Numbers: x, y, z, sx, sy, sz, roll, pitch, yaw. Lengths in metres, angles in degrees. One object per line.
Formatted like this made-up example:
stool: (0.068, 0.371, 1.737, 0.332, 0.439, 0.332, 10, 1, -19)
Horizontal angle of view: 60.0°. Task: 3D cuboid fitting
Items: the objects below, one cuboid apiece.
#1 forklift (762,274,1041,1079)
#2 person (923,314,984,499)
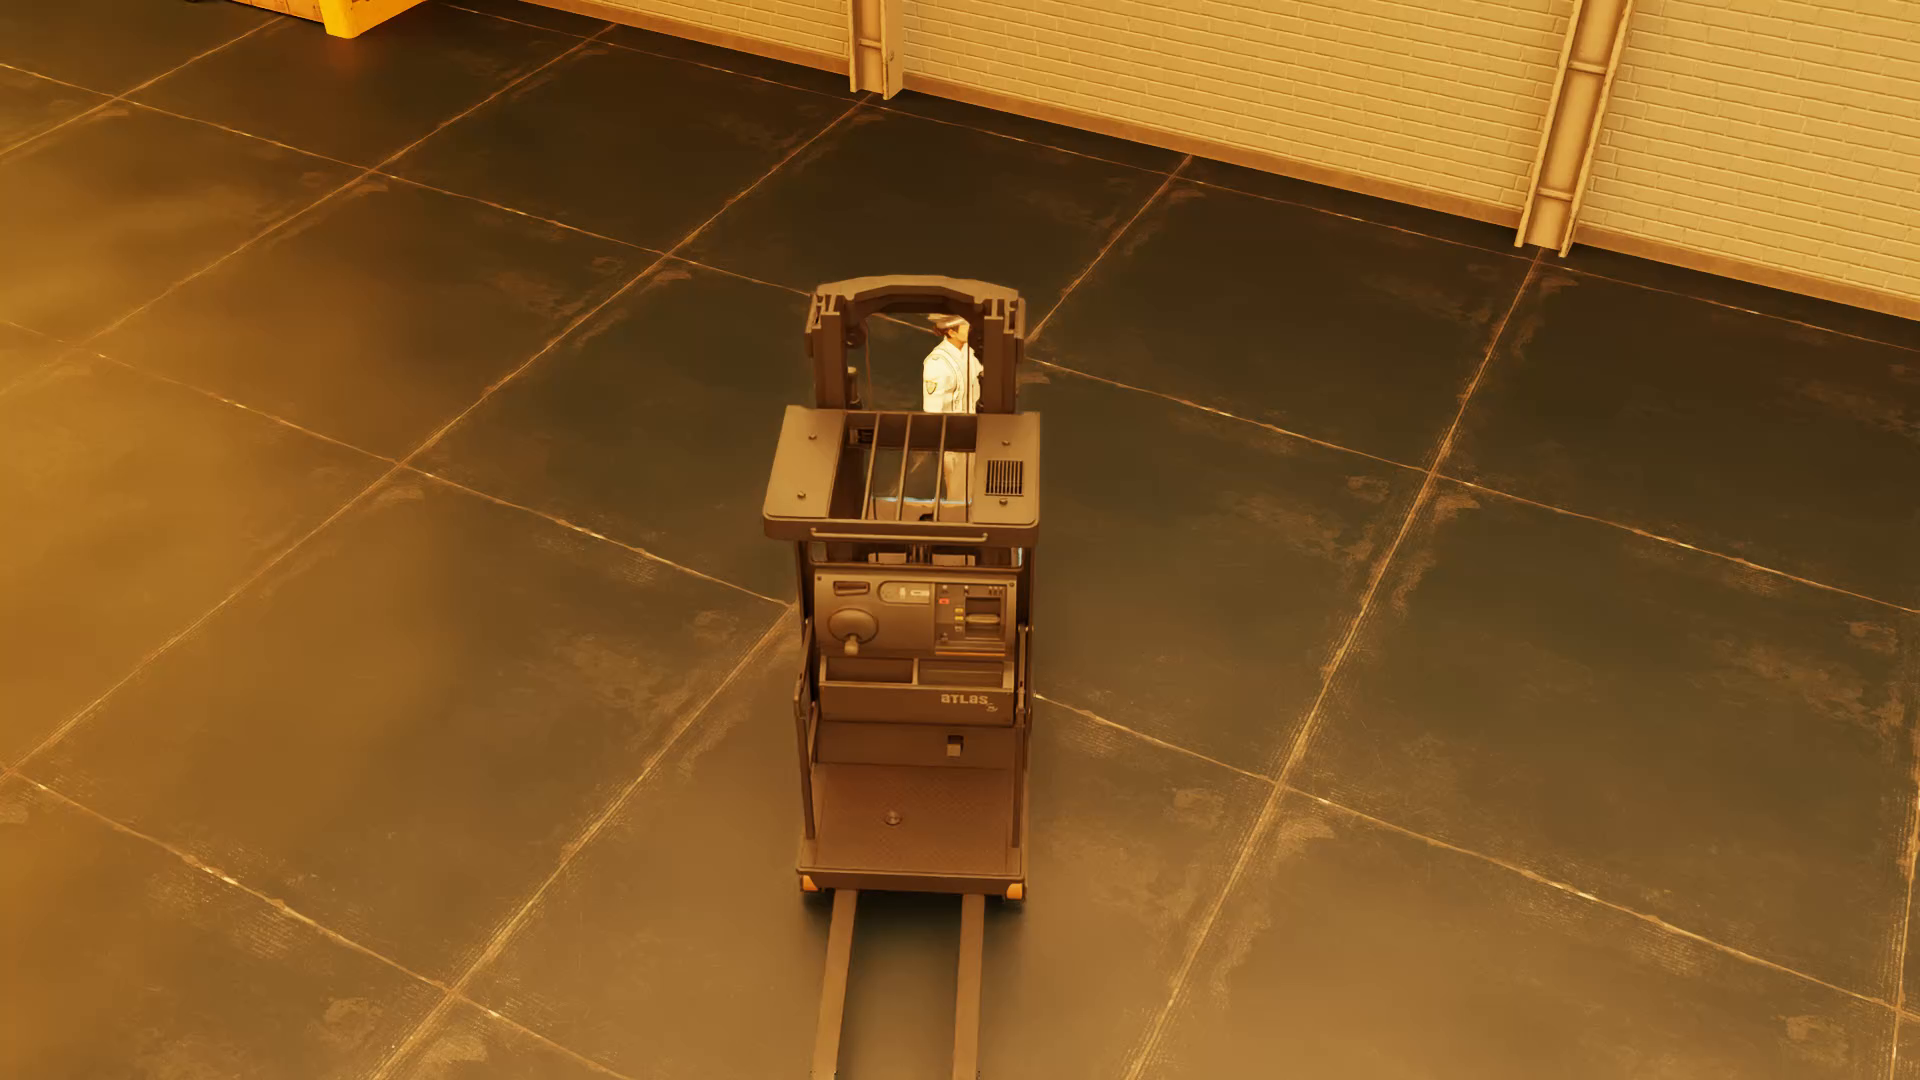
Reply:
forklift: (-0.214, 0.423, 7.485, 1.130, 2.935, 3.031, 2, 40, 2)
person: (0.058, -0.630, 9.683, 0.531, 1.695, 0.588, 18, 43, 21)
